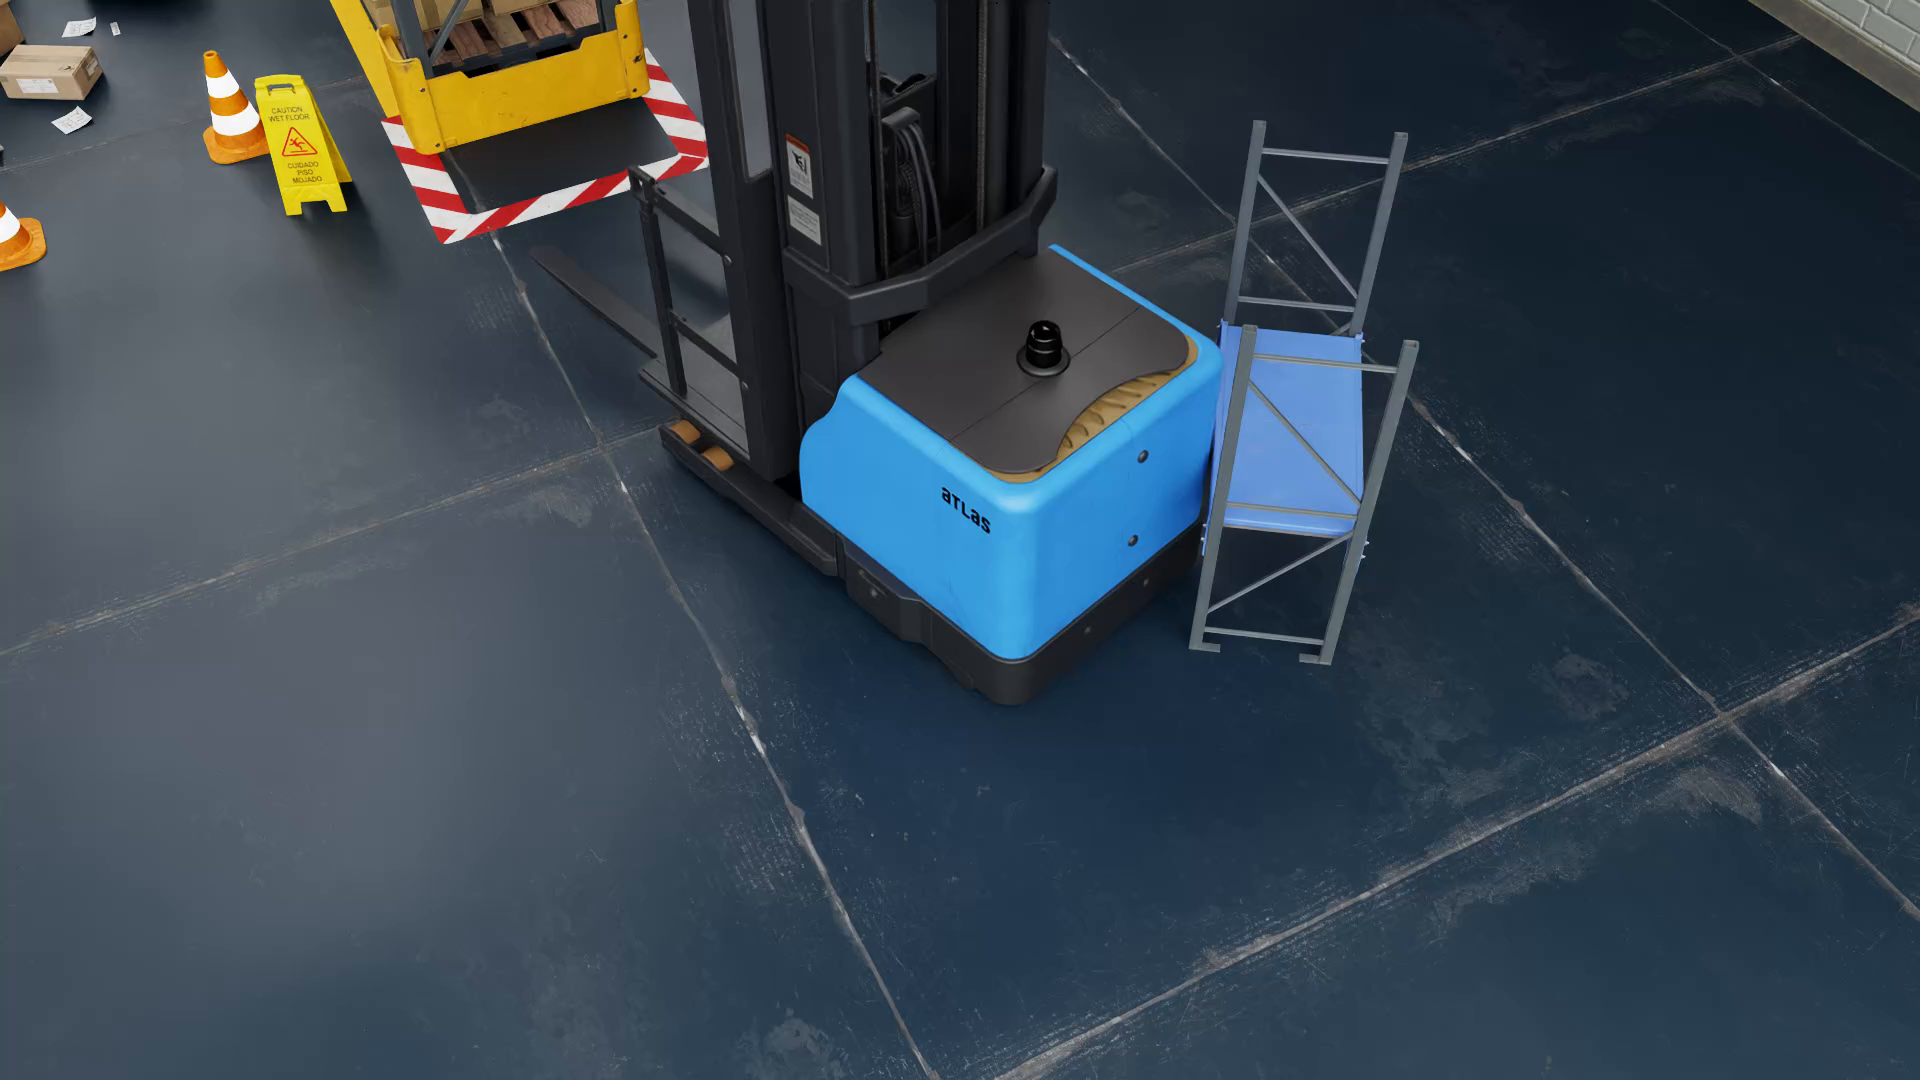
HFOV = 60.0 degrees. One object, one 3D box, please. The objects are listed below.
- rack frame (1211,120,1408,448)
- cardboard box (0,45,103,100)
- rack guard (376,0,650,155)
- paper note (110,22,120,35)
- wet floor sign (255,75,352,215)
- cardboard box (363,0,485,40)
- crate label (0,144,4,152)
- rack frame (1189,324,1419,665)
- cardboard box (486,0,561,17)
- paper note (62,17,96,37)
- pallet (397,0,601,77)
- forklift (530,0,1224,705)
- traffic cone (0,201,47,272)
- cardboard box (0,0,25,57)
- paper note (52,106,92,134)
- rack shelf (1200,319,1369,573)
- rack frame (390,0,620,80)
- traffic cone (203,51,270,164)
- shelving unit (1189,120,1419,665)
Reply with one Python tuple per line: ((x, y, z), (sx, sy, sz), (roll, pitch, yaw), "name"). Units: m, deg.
((1.210, -0.848, 5.995), (0.500, 1.500, 0.032), (6, 49, 5), "rack frame")
((-4.463, -2.294, 8.157), (0.380, 0.149, 0.250), (2, 49, 2), "cardboard box")
((-2.102, -2.279, 7.911), (1.175, 0.500, 0.348), (-21, 52, -18), "rack guard")
((-4.339, -2.626, 8.540), (0.032, 0.001, 0.123), (-21, 52, -18), "paper note")
((-2.932, -1.781, 7.379), (0.267, 0.644, 0.232), (-5, 49, -5), "wet floor sign")
((-2.687, -2.749, 8.209), (0.500, 0.250, 0.500), (-21, 52, -18), "cardboard box")
((-4.657, -1.847, 7.775), (0.298, 0.136, 0.250), (26, 54, 21), "crate label")
((1.062, -0.091, 5.333), (0.500, 1.500, 0.032), (6, 49, 5), "rack frame")
((-2.190, -2.920, 8.358), (0.500, 0.250, 0.500), (-22, 52, -18), "cardboard box")
((-4.525, -2.637, 8.544), (0.148, 0.019, 0.142), (-5, 49, -5), "paper note")
((-2.442, -2.740, 8.506), (1.003, 0.211, 1.213), (-21, 52, -18), "pallet")
((-0.519, -1.409, 5.535), (1.130, 2.935, 3.031), (-37, 58, -28), "forklift")
((-4.242, -1.450, 7.211), (0.336, 0.463, 0.334), (-21, 52, -18), "traffic cone")
((-5.122, -2.533, 8.131), (0.637, 0.503, 0.797), (18, 51, 15), "cardboard box")
((-4.270, -2.021, 7.997), (0.142, 0.019, 0.148), (35, 57, 27), "paper note")
((1.136, -0.351, 5.799), (0.538, 0.185, 1.000), (6, 49, 5), "rack shelf")
((-2.067, -3.051, 6.926), (1.000, 3.000, 0.127), (-21, 52, -18), "rack frame")
((-3.411, -2.060, 7.744), (0.336, 0.463, 0.334), (-21, 52, -18), "traffic cone")
((1.136, -0.469, 5.664), (0.538, 1.500, 1.048), (6, 49, 5), "shelving unit")
